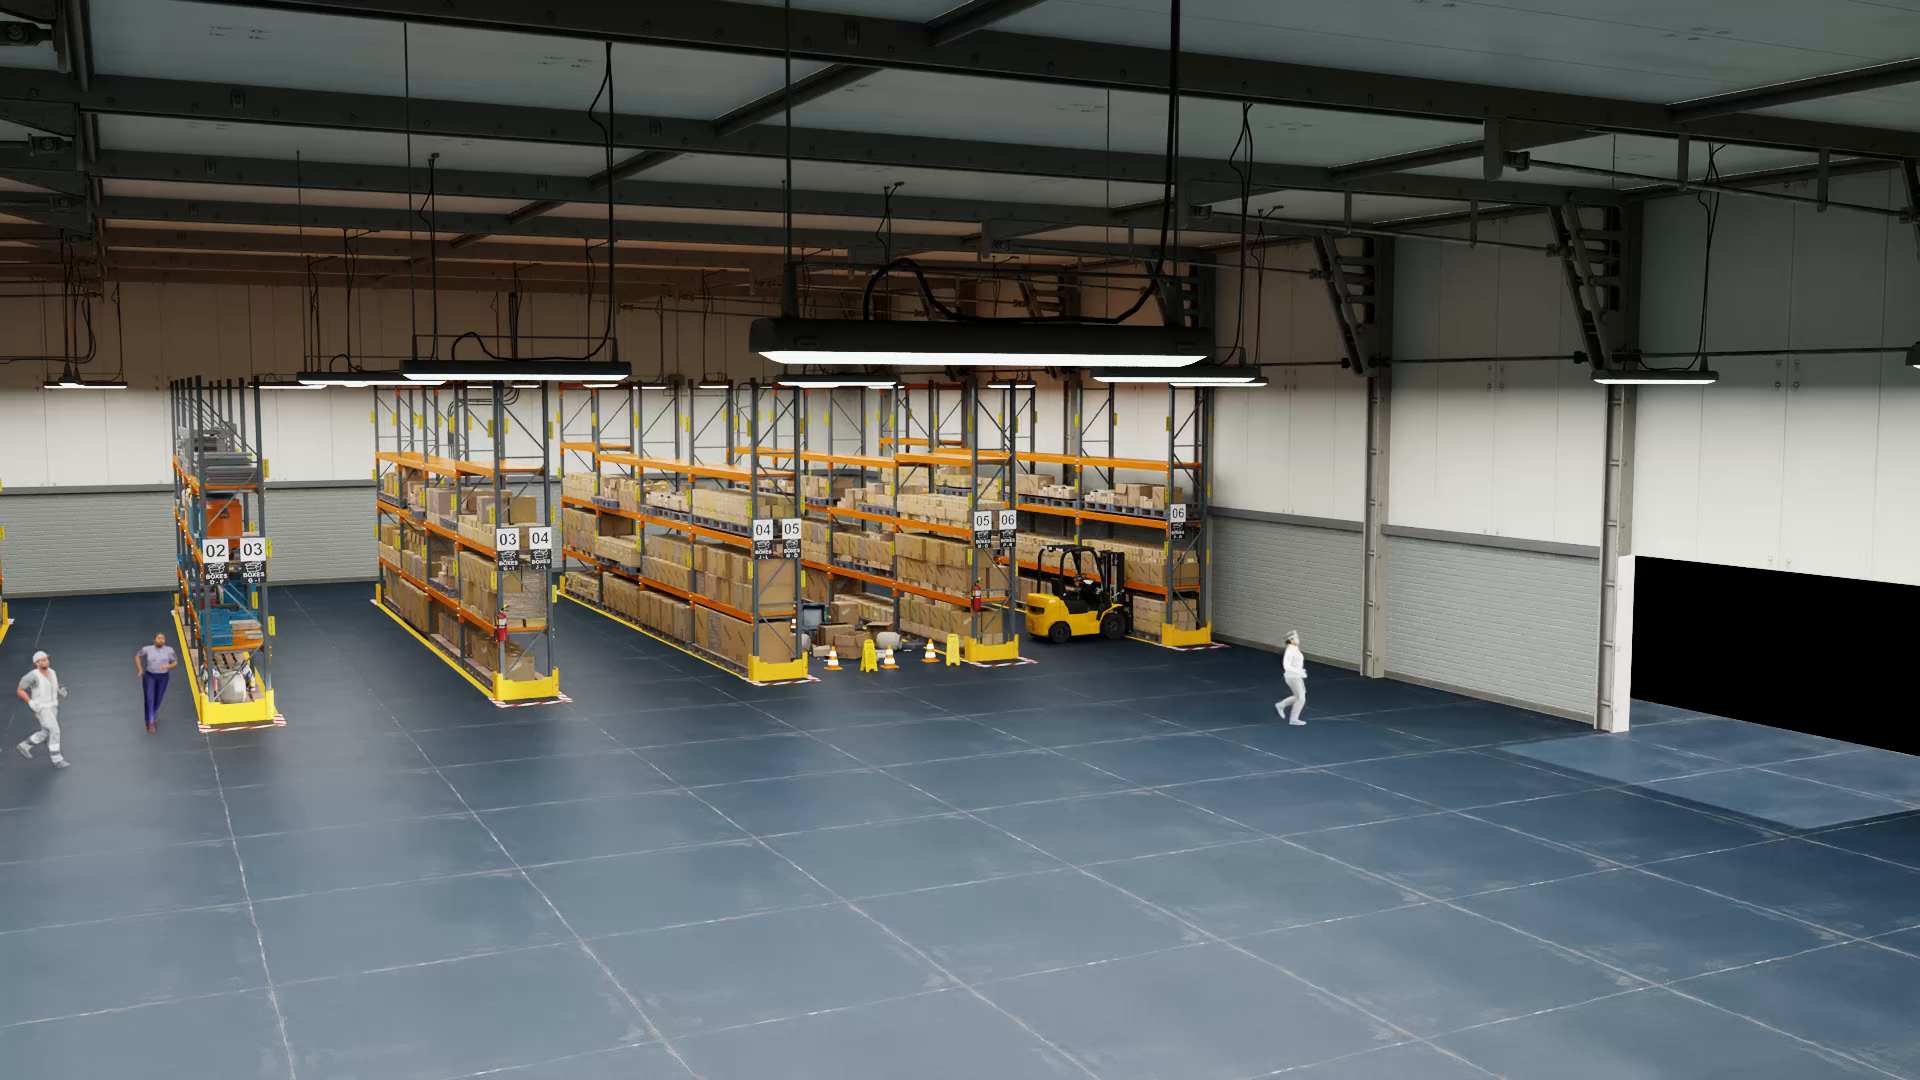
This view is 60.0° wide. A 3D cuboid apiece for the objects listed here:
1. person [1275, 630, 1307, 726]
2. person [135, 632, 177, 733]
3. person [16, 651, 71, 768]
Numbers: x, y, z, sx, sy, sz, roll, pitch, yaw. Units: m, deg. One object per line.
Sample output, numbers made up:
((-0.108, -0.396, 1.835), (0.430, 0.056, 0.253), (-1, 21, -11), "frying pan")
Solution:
((5.705, 2.357, 28.600), (0.578, 1.646, 0.613), (2, 5, 21), "person")
((-13.705, 2.407, 28.403), (0.619, 1.673, 0.864), (-4, 6, -36), "person")
((-14.007, 2.582, 25.395), (0.881, 1.788, 0.643), (1, 5, 7), "person")
